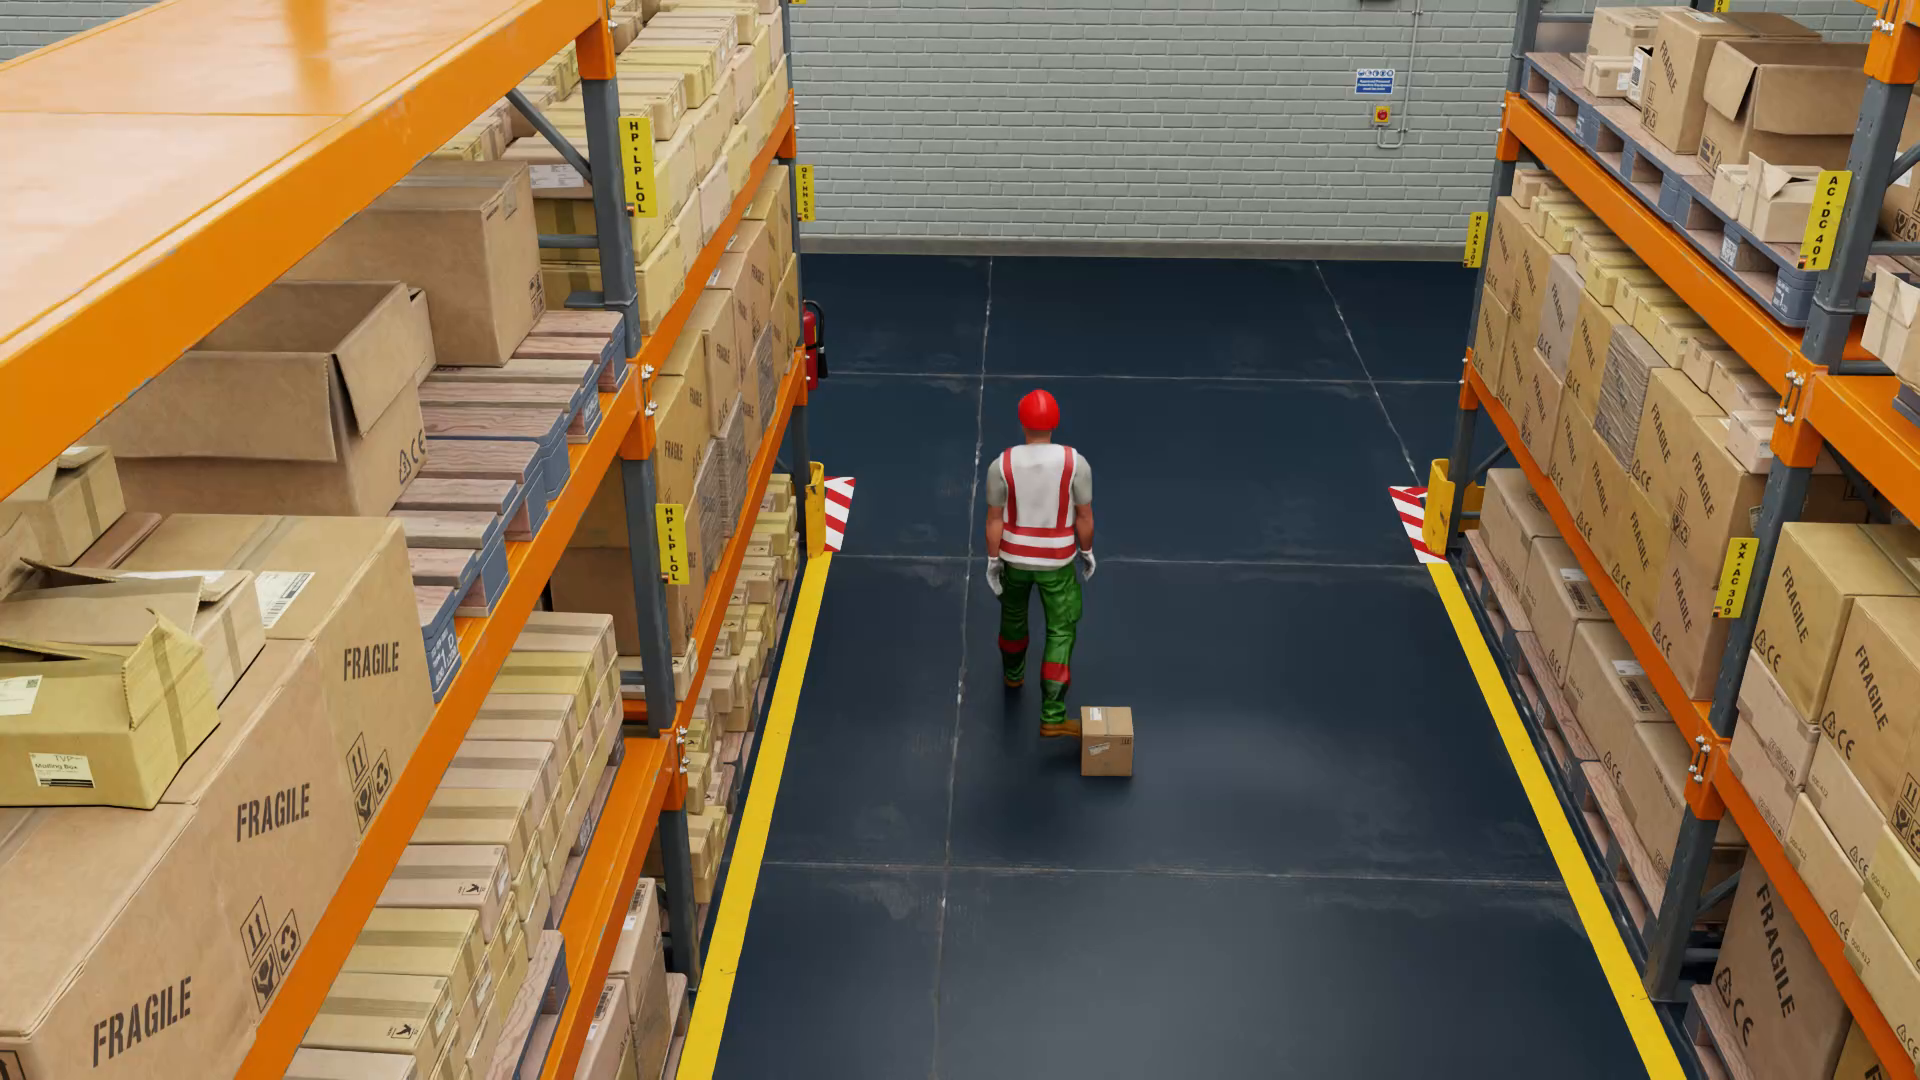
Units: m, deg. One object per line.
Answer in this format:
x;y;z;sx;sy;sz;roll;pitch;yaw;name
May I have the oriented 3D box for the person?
0.411;0.113;8.382;0.581;1.774;0.950;4;28;8;person
